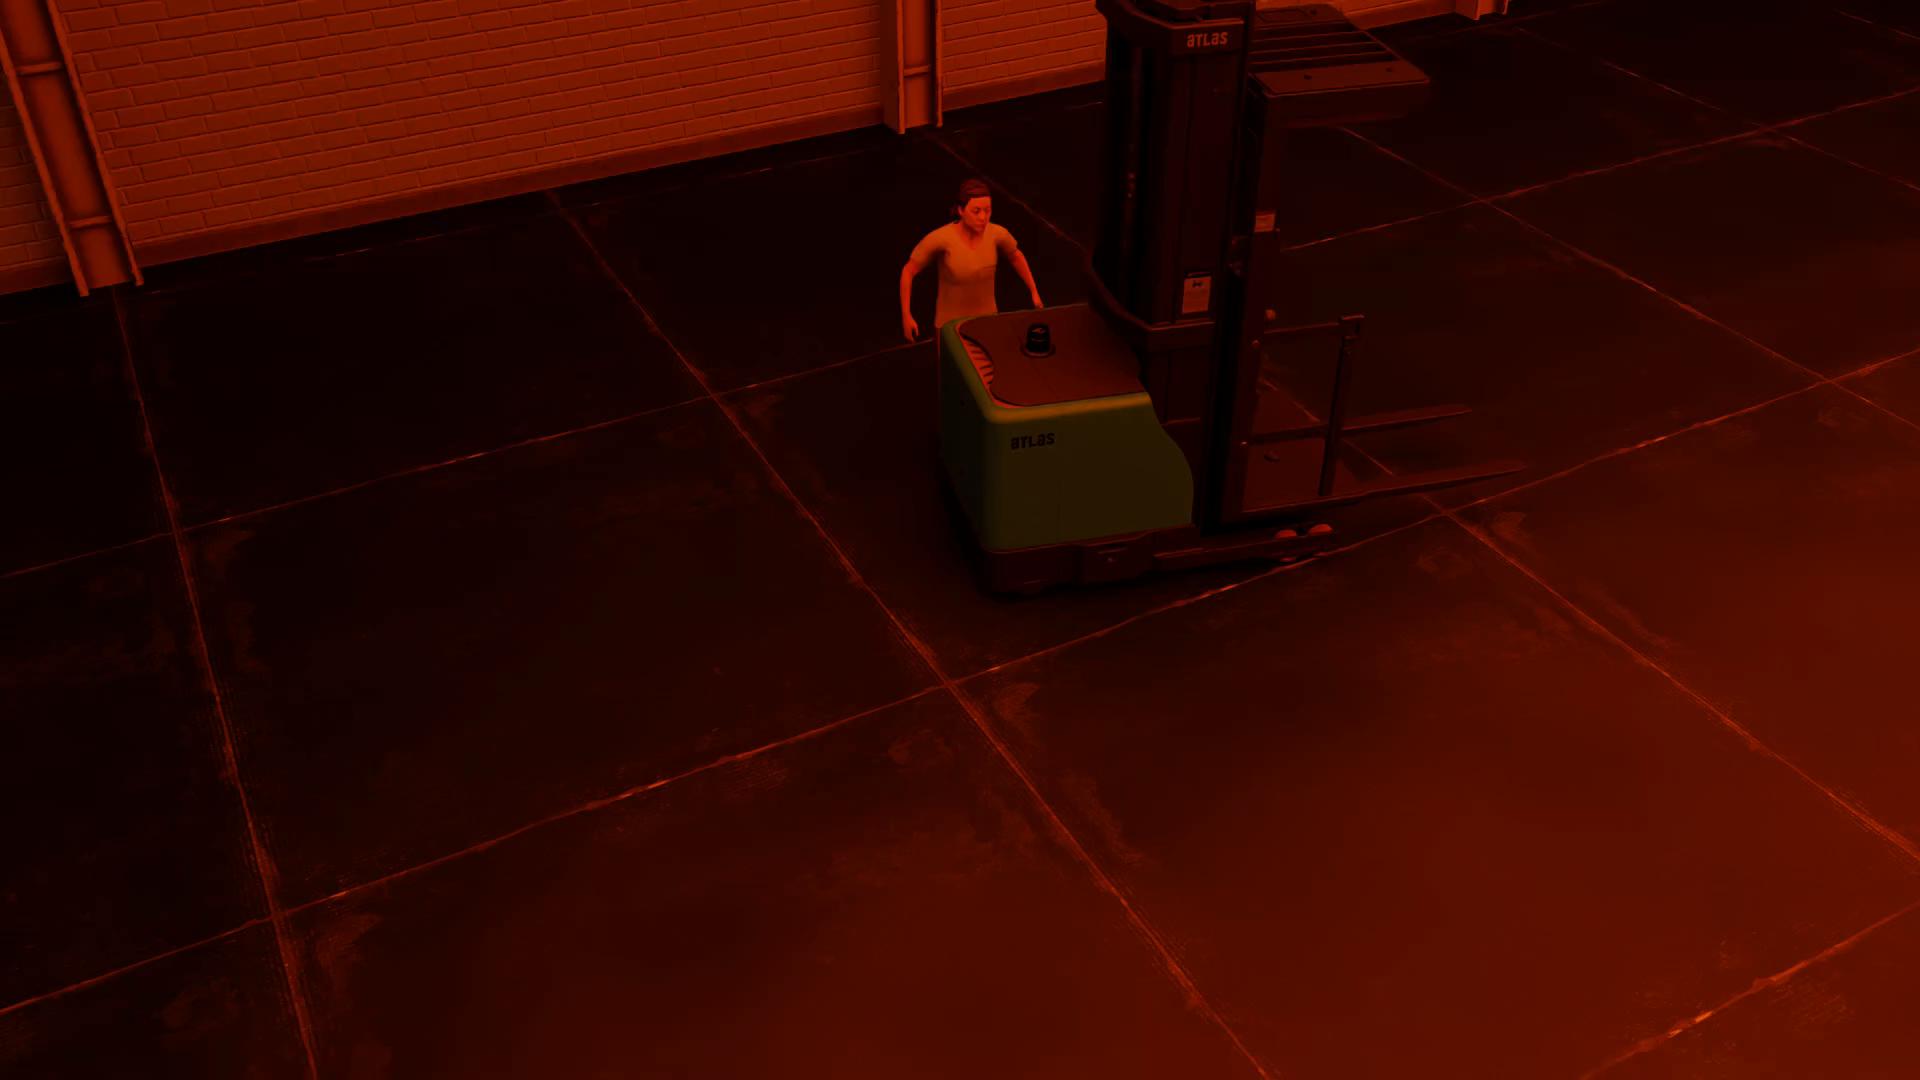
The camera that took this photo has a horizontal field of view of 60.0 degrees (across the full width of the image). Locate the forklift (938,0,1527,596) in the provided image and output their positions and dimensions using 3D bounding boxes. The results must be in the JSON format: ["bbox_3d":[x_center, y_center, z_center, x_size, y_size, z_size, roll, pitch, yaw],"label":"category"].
[{"bbox_3d":[1.460,-1.373,8.065,3.031,2.935,1.130,-8,36,-11],"label":"forklift"}]

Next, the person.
[{"bbox_3d":[0.090,-1.108,8.851,0.799,1.626,0.539,-11,37,-16],"label":"person"}]
